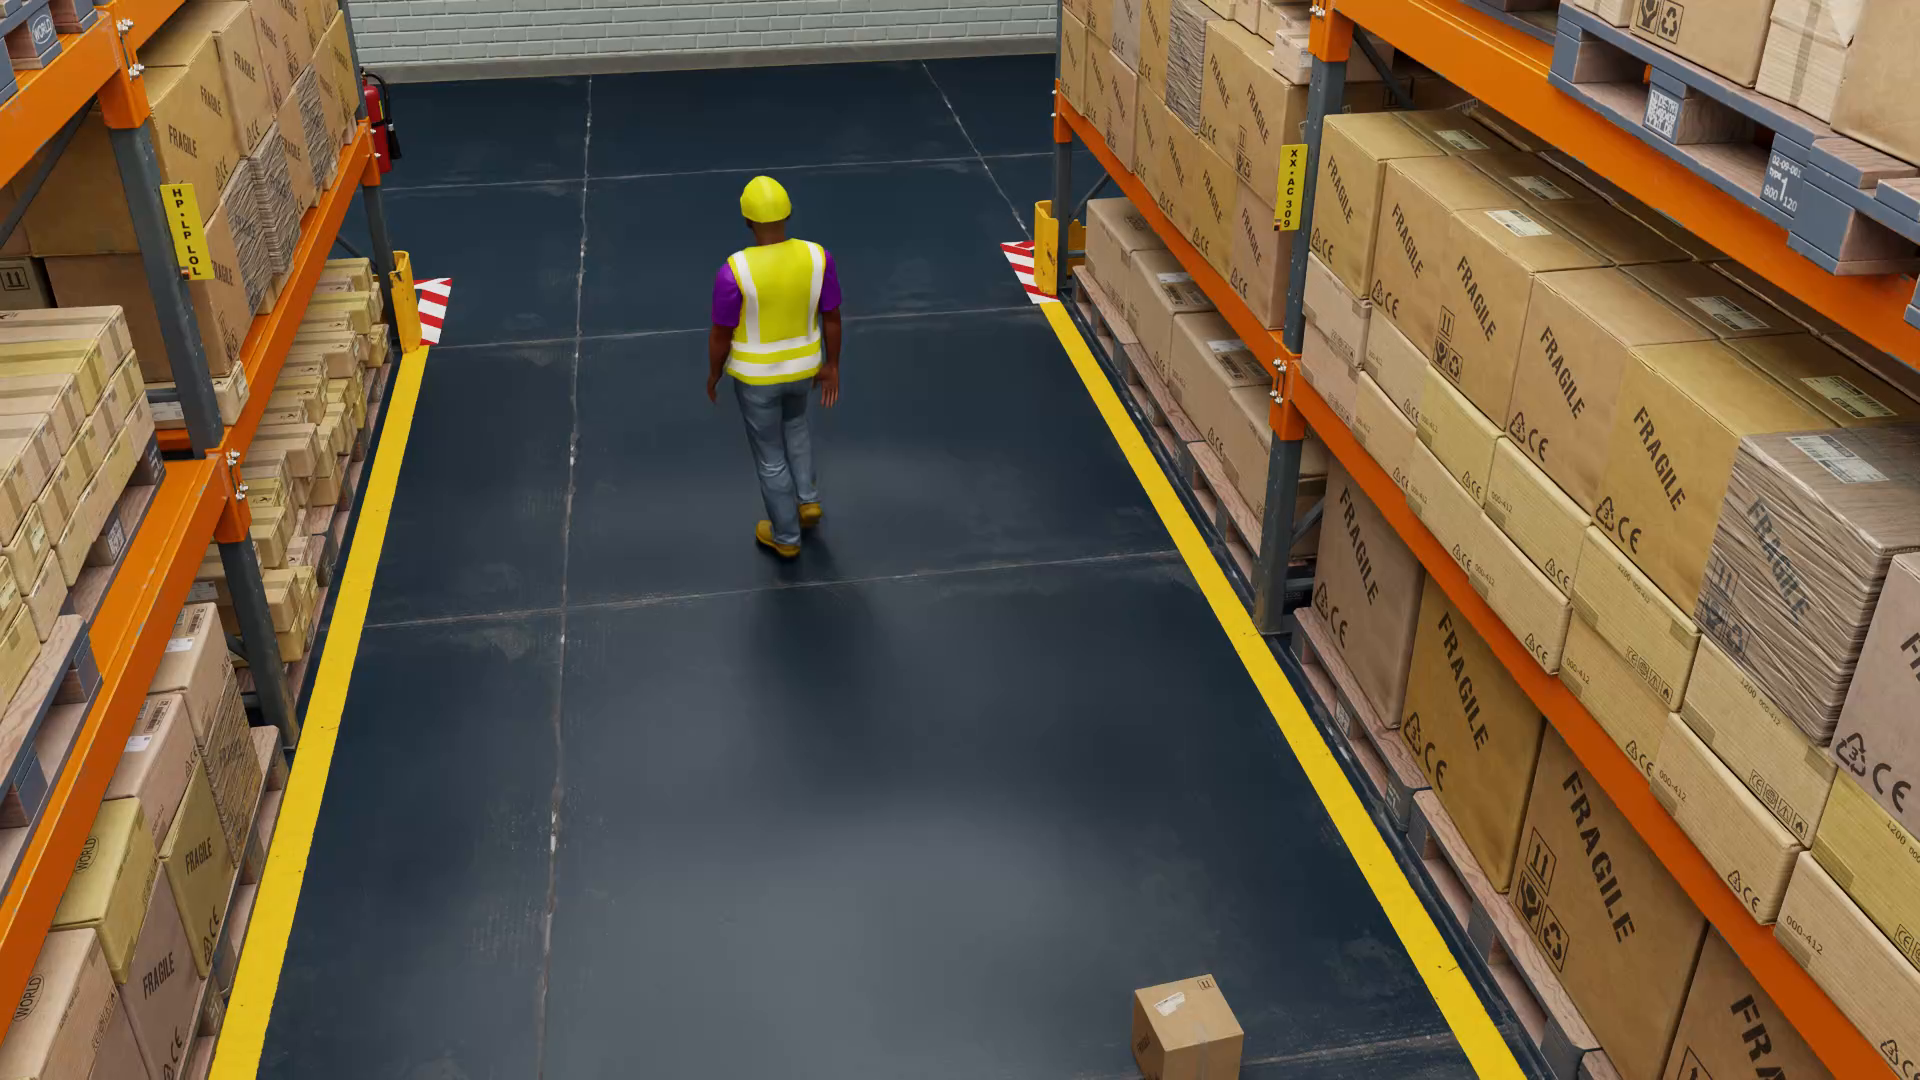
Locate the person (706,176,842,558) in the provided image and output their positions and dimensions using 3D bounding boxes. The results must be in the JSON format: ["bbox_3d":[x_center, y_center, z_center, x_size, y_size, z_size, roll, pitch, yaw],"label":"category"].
[{"bbox_3d":[-0.843,-0.758,7.380,0.568,1.799,0.476,-17,34,-26],"label":"person"}]
